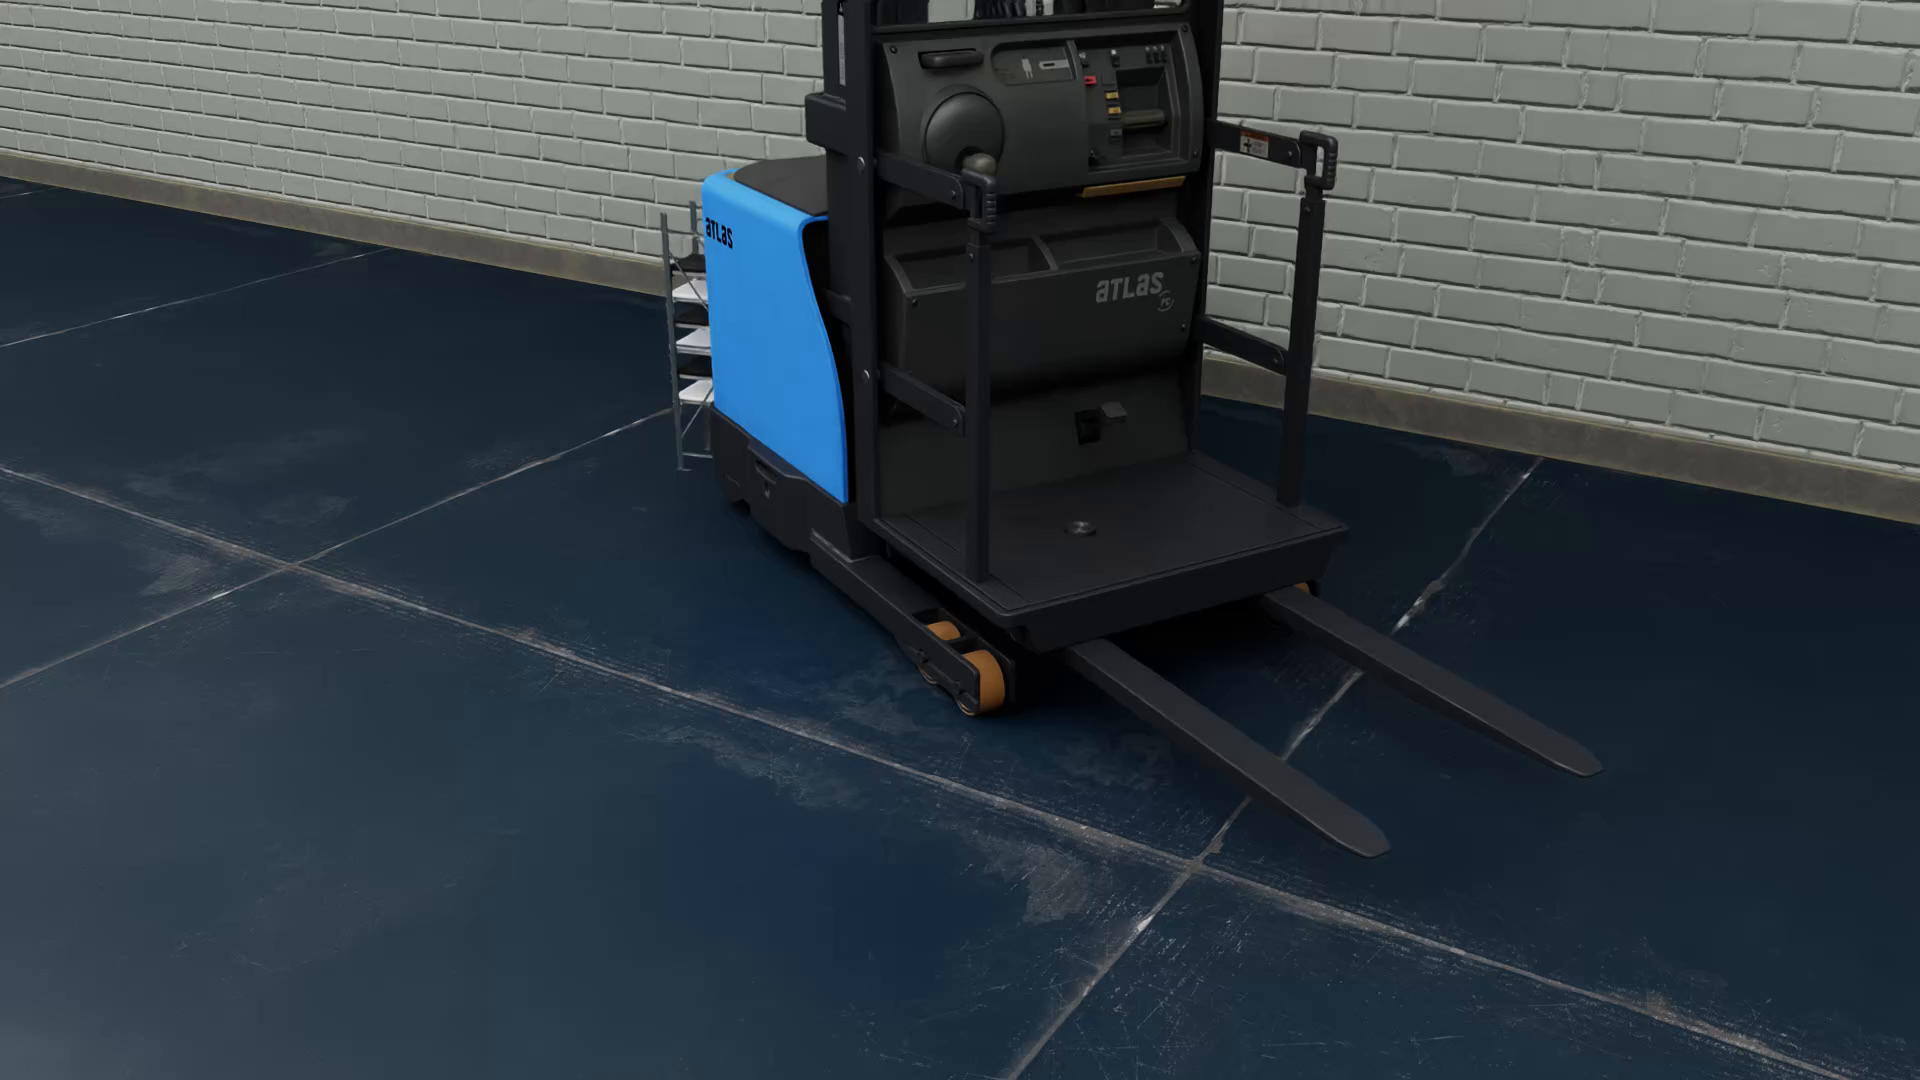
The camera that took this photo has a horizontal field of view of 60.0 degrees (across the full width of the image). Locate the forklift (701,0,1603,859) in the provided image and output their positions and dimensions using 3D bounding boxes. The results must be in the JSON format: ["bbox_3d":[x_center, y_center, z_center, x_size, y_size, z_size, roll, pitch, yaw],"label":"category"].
[{"bbox_3d":[0.339,-1.107,4.117,1.130,2.935,3.031,-13,27,-27],"label":"forklift"}]

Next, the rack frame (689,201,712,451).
[{"bbox_3d":[-0.804,-0.721,5.783,0.240,0.900,0.006,8,24,18],"label":"rack frame"}]

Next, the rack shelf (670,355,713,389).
[{"bbox_3d":[-0.838,-0.570,5.743,0.258,0.077,0.200,8,24,18],"label":"rack shelf"}]

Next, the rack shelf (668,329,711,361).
[{"bbox_3d":[-0.838,-0.653,5.708,0.258,0.077,0.200,8,24,18],"label":"rack shelf"}]

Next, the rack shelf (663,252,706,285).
[{"bbox_3d":[-0.838,-0.901,5.601,0.258,0.077,0.200,8,24,18],"label":"rack shelf"}]

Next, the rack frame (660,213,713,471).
[{"bbox_3d":[-0.871,-0.645,5.606,0.240,0.900,0.006,8,24,18],"label":"rack frame"}]

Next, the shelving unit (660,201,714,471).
[{"bbox_3d":[-0.838,-0.683,5.695,0.258,0.900,0.210,8,24,18],"label":"shelving unit"}]

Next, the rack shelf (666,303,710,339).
[{"bbox_3d":[-0.838,-0.735,5.672,0.258,0.077,0.200,8,24,18],"label":"rack shelf"}]

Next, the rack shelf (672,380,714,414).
[{"bbox_3d":[-0.838,-0.487,5.779,0.258,0.077,0.200,8,24,18],"label":"rack shelf"}]

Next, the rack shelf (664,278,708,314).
[{"bbox_3d":[-0.838,-0.818,5.637,0.258,0.077,0.200,8,24,18],"label":"rack shelf"}]
